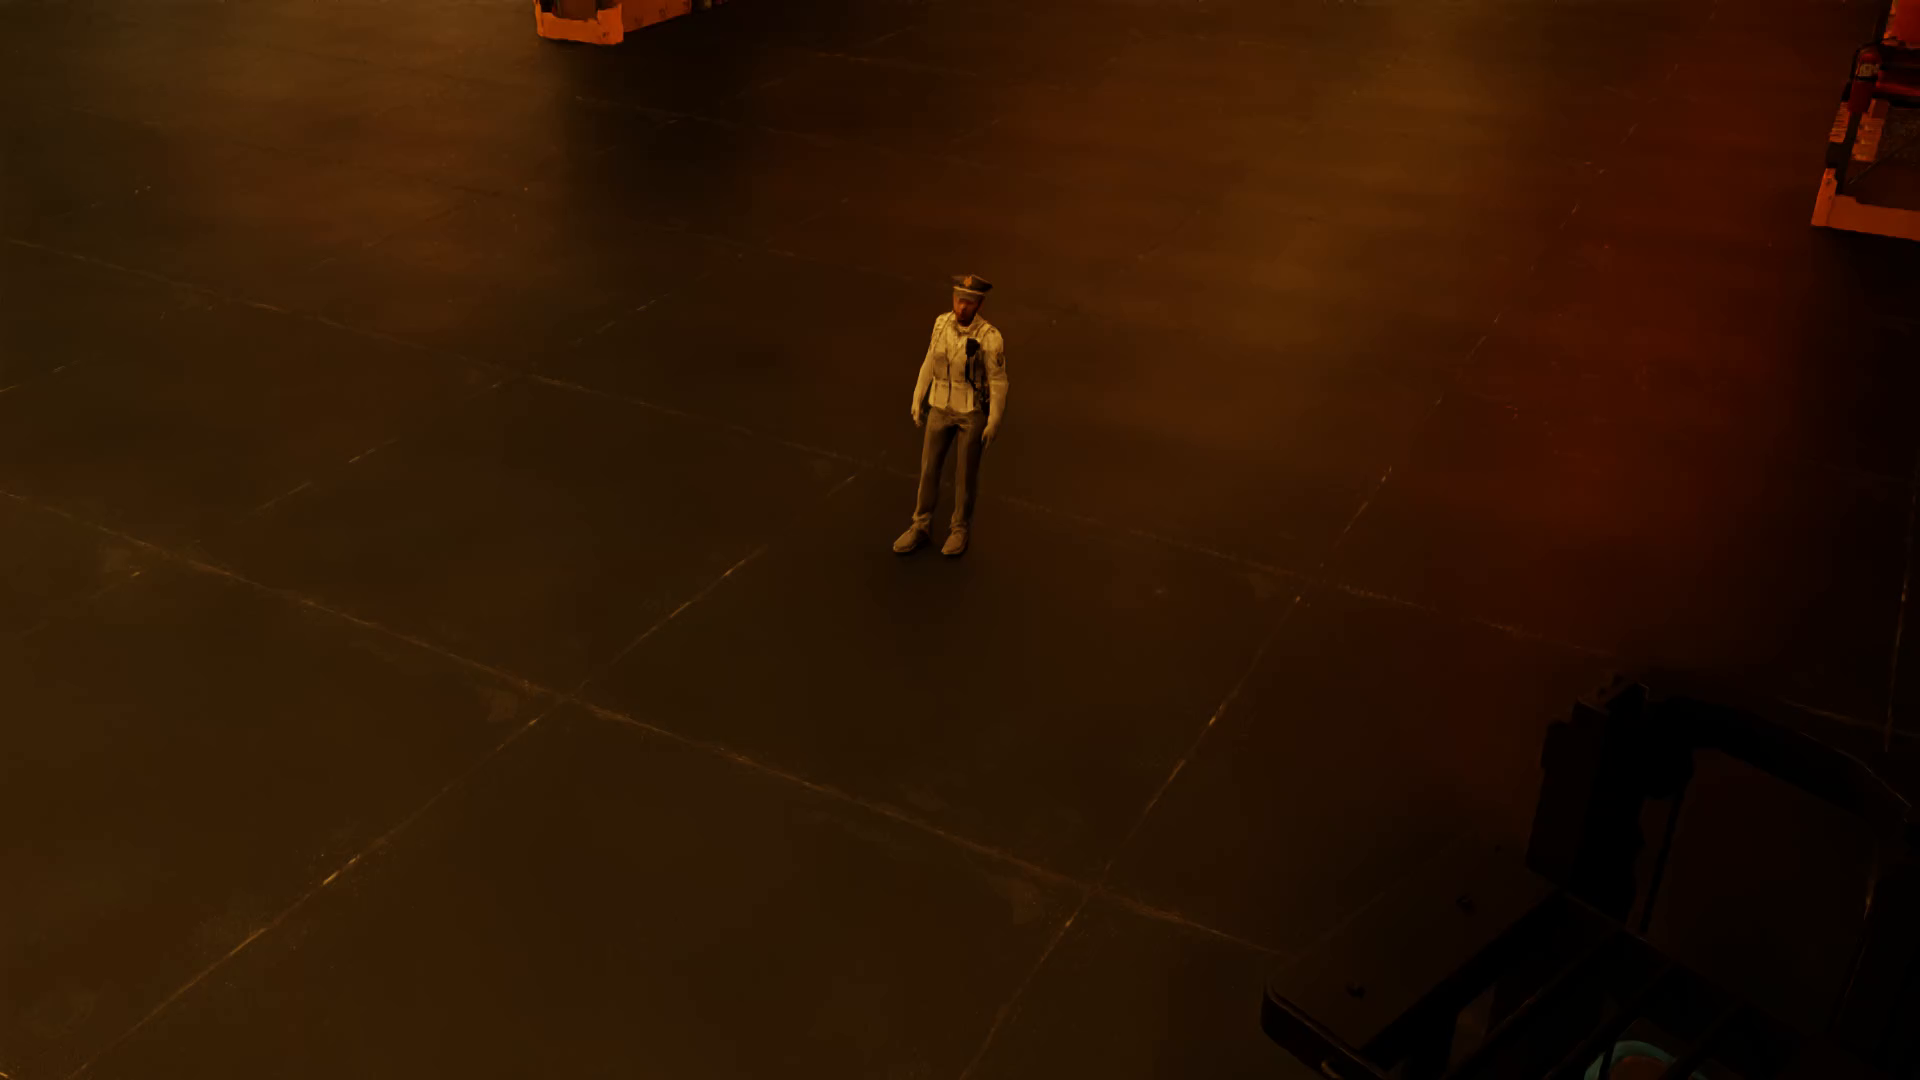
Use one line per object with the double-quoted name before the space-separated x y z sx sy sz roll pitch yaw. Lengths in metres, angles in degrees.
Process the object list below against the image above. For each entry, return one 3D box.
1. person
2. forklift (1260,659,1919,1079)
"person" -0.039 -0.712 9.527 0.586 1.695 0.533 15 33 25
"forklift" 1.311 1.860 3.847 3.031 2.935 1.130 -24 37 -35
